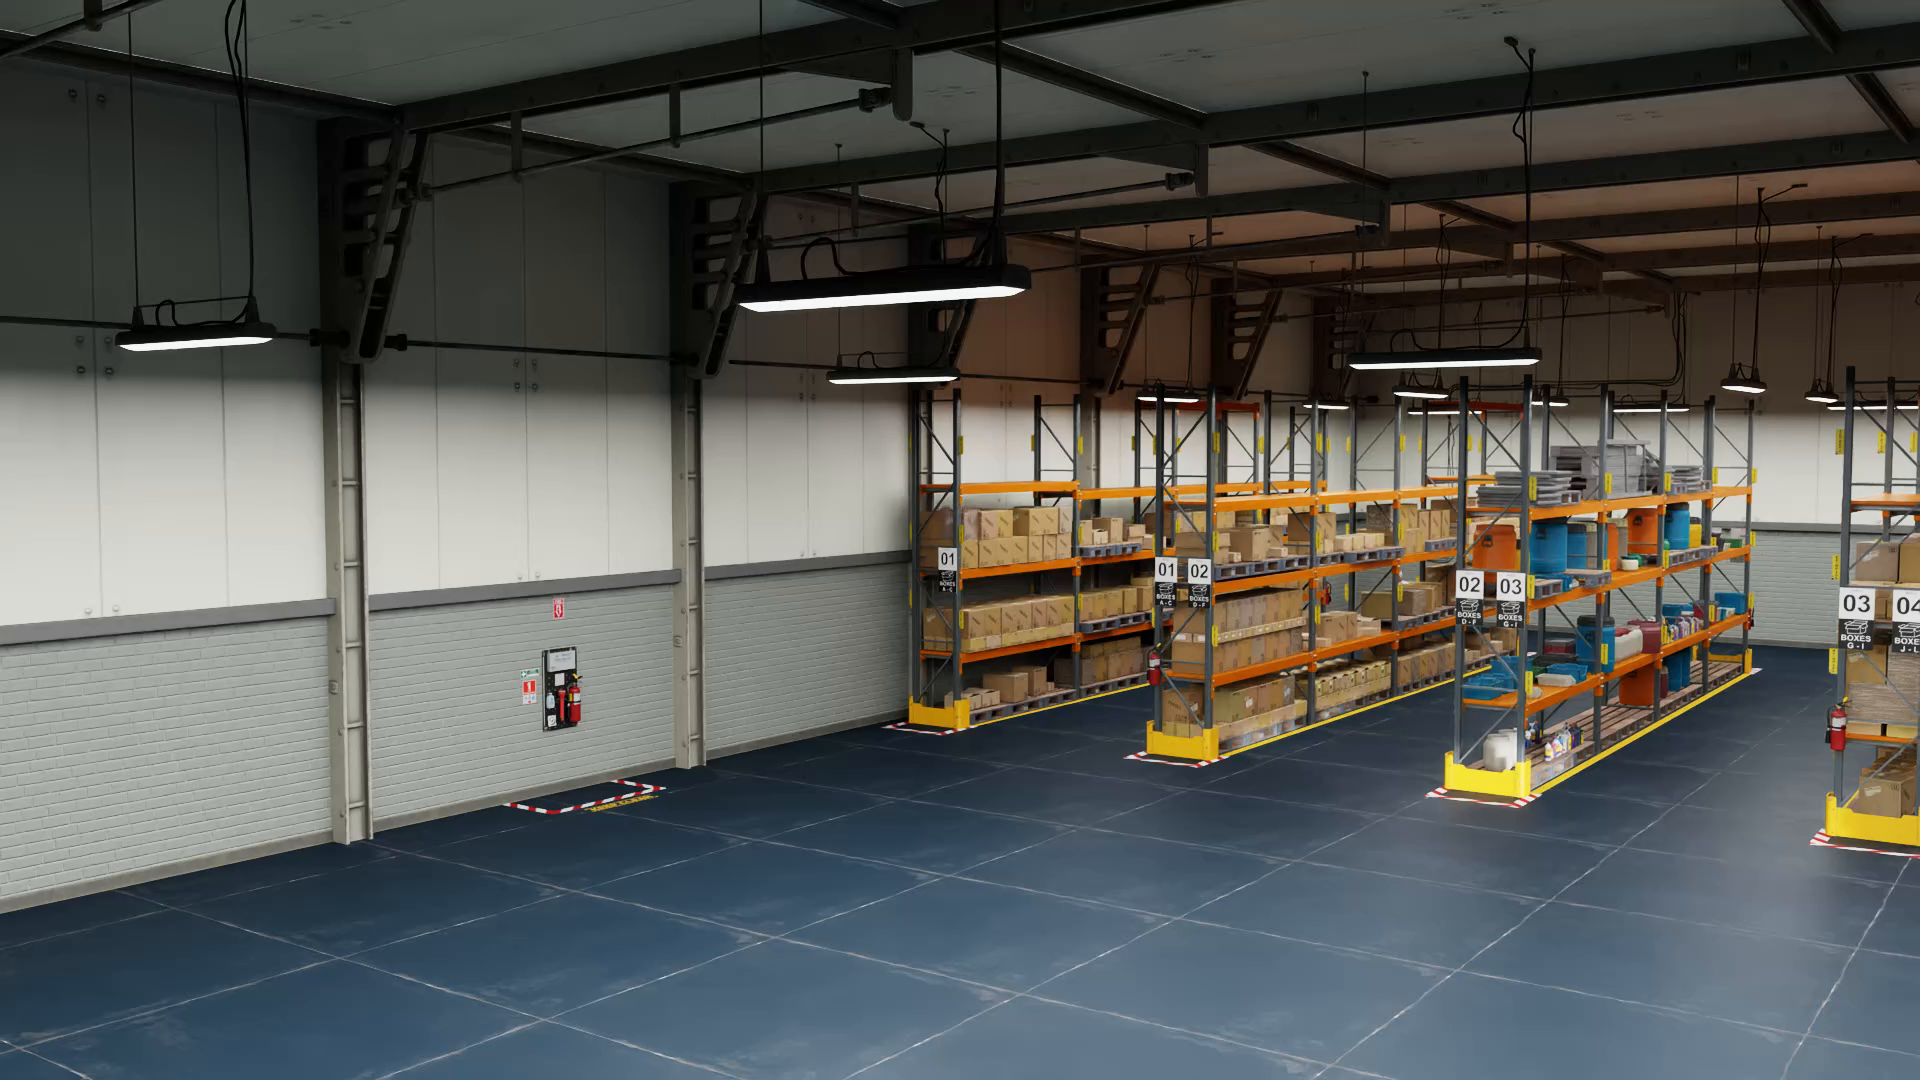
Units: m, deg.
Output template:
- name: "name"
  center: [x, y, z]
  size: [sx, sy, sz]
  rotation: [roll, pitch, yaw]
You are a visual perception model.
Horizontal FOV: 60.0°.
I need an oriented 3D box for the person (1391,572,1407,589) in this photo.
- name: "person"
  center: [11.774, 1.646, 44.524]
  size: [0.500, 1.598, 1.043]
  rotation: [2, 4, 35]
